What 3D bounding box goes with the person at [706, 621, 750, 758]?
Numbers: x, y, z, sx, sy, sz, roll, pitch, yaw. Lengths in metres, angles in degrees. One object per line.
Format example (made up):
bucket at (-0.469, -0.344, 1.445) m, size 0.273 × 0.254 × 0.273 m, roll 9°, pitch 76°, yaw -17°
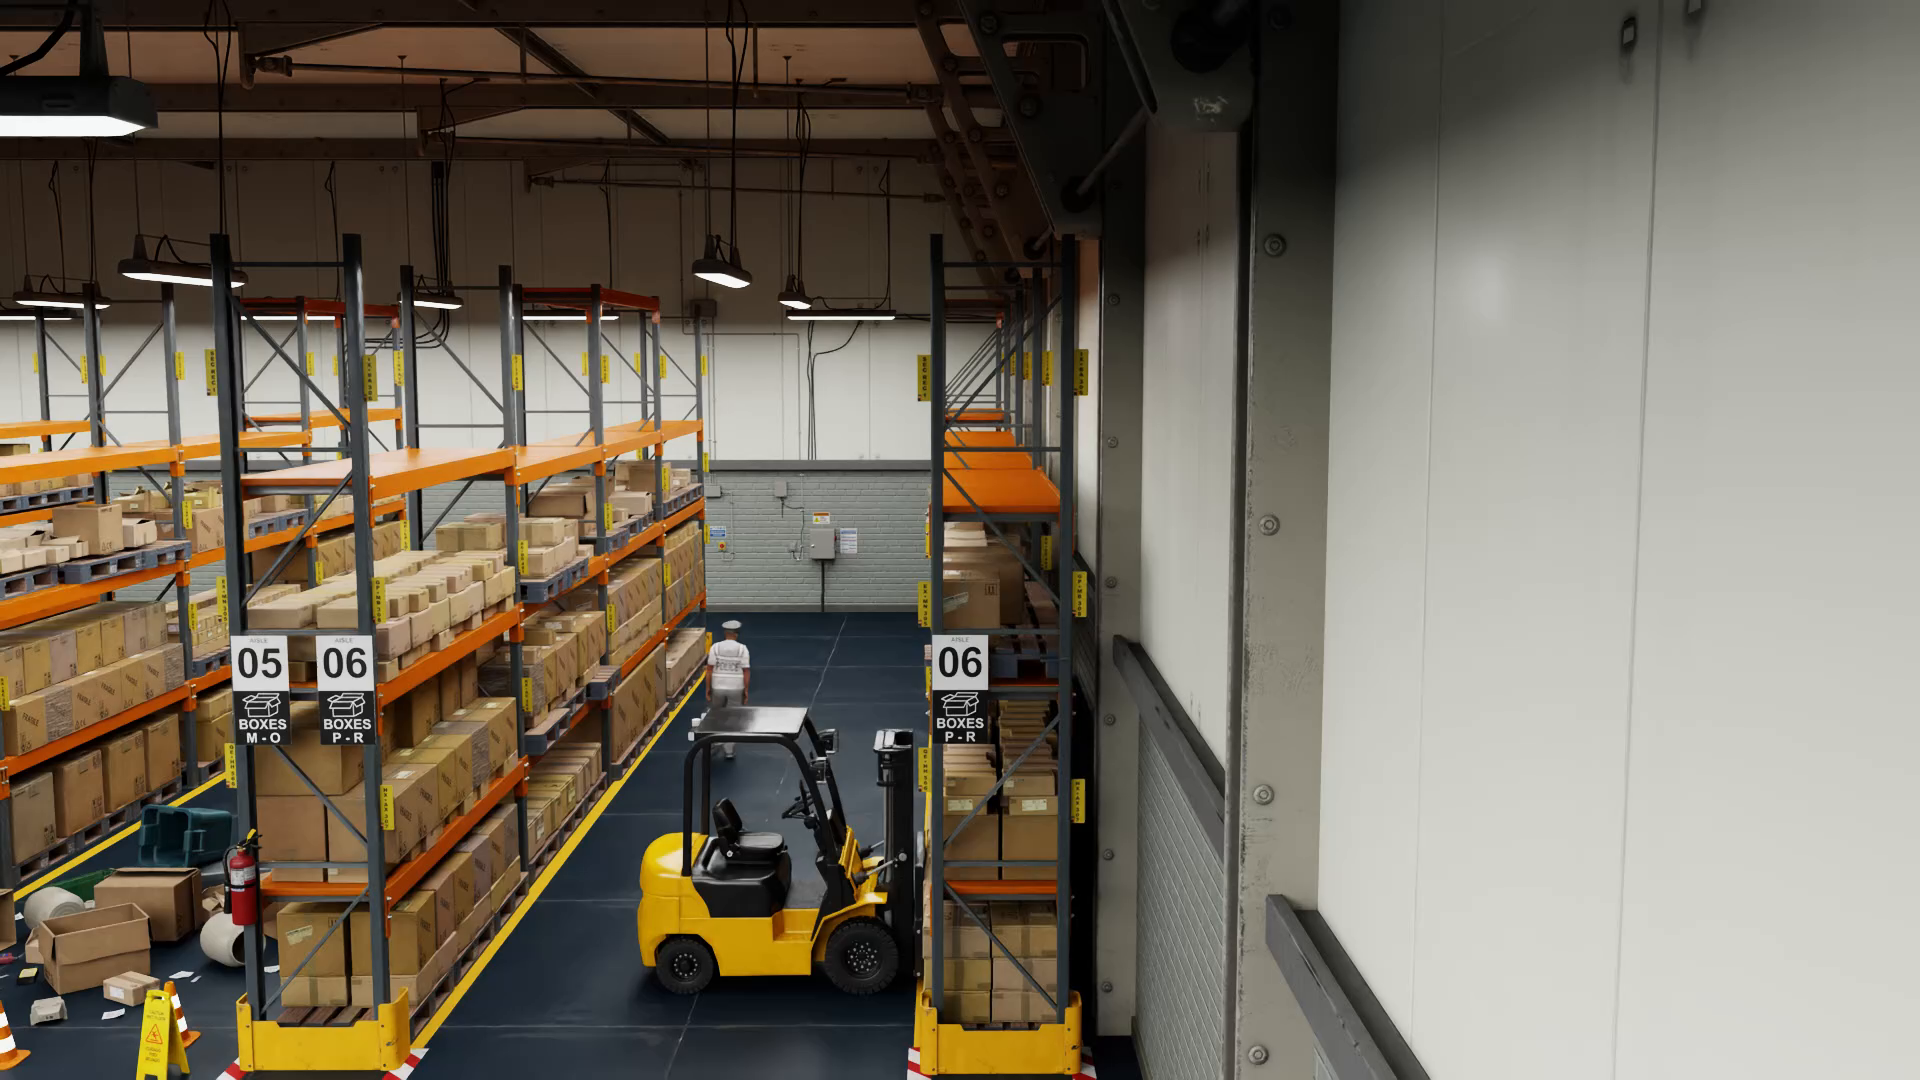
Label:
person at (-2.984, 1.928, 21.378) m, size 0.574 × 1.755 × 0.472 m, roll 0°, pitch 6°, yaw 2°
